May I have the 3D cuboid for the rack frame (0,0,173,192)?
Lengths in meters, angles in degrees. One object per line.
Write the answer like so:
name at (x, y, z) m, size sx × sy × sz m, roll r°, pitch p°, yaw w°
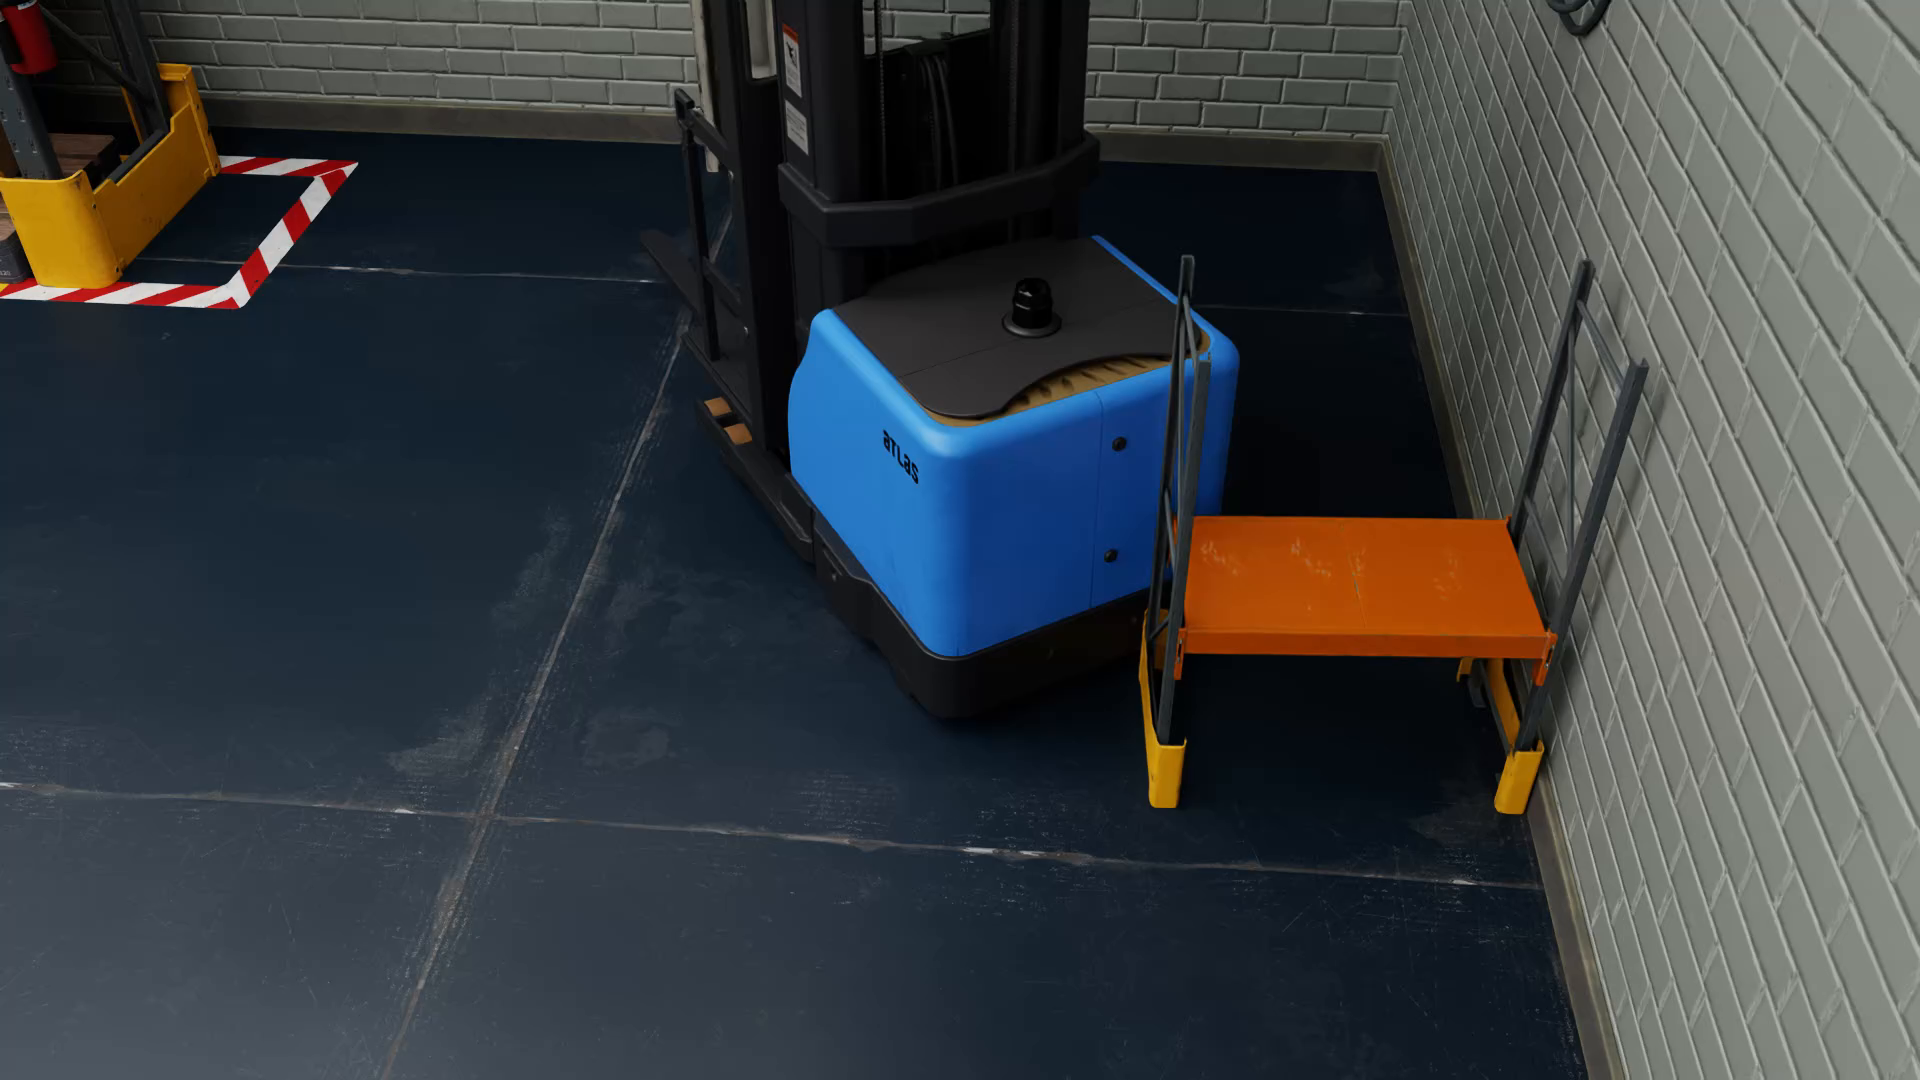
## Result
rack frame at (-3.756, -2.603, 6.572) m, size 0.127 × 3.000 × 1.000 m, roll 3°, pitch 39°, yaw 4°

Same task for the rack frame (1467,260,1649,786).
rack frame at (1.595, 0.022, 4.535) m, size 0.032 × 1.500 × 0.500 m, roll 1°, pitch 39°, yaw 1°

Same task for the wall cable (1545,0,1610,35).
wall cable at (1.848, -3.193, 5.004) m, size 0.112 × 2.526 × 3.097 m, roll 3°, pitch 39°, yaw 4°

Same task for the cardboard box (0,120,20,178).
cardboard box at (-4.462, -1.772, 7.198) m, size 0.500 × 0.500 × 0.700 m, roll 3°, pitch 39°, yaw 4°

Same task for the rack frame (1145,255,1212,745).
rack frame at (0.579, 0.007, 4.553) m, size 0.032 × 1.500 × 0.500 m, roll 1°, pitch 39°, yaw 1°

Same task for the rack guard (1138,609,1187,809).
rack guard at (0.598, 0.492, 4.947) m, size 0.087 × 0.250 × 0.587 m, roll 1°, pitch 39°, yaw 1°

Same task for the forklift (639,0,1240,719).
forklift at (-0.328, -1.519, 5.295) m, size 1.130 × 2.935 × 3.031 m, roll -19°, pitch 43°, yaw -22°

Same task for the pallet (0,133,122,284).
pallet at (-4.559, -1.516, 7.446) m, size 1.213 × 0.211 × 1.003 m, roll 3°, pitch 39°, yaw 4°

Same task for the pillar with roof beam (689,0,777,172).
pillar with roof beam at (-1.363, -2.619, 1.840) m, size 0.400 × 9.000 × 9.100 m, roll 3°, pitch 39°, yaw 4°

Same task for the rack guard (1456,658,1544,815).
rack guard at (1.594, 0.507, 4.930) m, size 0.087 × 0.250 × 0.587 m, roll 1°, pitch 39°, yaw 1°

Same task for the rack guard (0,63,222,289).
rack guard at (-3.732, -1.633, 7.360) m, size 0.348 × 0.500 × 1.175 m, roll 3°, pitch 39°, yaw 4°

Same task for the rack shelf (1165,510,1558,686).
rack shelf at (1.087, 0.154, 4.657) m, size 1.000 × 0.185 × 0.538 m, roll 1°, pitch 39°, yaw 1°

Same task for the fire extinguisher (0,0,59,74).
fire extinguisher at (-3.646, -2.130, 6.348) m, size 0.183 × 0.674 × 0.296 m, roll 3°, pitch 39°, yaw 4°

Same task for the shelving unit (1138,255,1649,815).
shelving unit at (1.096, 0.015, 4.544) m, size 1.083 × 1.500 × 0.587 m, roll 1°, pitch 39°, yaw 1°
